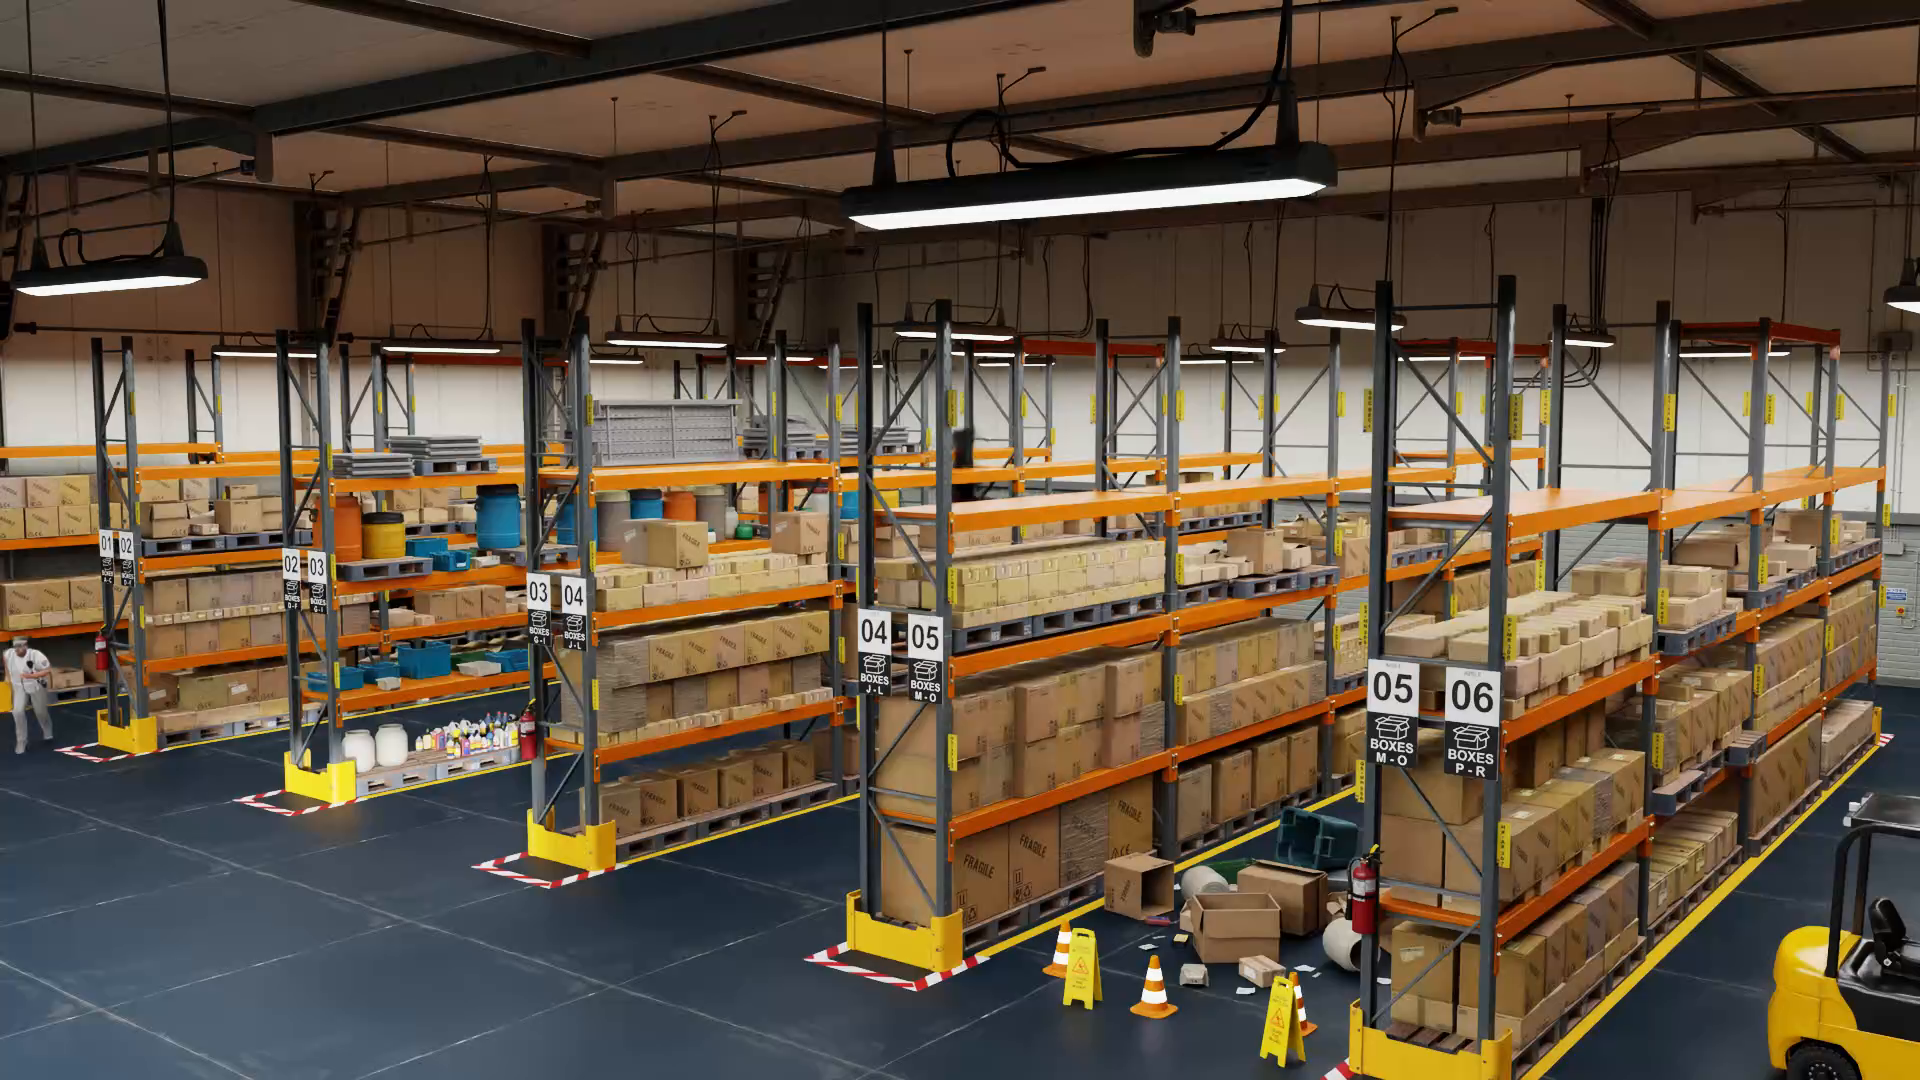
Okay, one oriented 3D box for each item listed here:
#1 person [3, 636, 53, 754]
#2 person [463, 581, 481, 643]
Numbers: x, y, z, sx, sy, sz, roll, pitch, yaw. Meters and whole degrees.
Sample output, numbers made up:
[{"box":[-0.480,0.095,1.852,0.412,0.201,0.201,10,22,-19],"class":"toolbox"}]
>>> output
[{"box":[-13.606,2.228,24.348,0.709,1.756,0.979,-1,5,-7],"class":"person"},{"box":[-9.370,1.570,31.961,0.646,1.670,0.795,2,6,26],"class":"person"}]
